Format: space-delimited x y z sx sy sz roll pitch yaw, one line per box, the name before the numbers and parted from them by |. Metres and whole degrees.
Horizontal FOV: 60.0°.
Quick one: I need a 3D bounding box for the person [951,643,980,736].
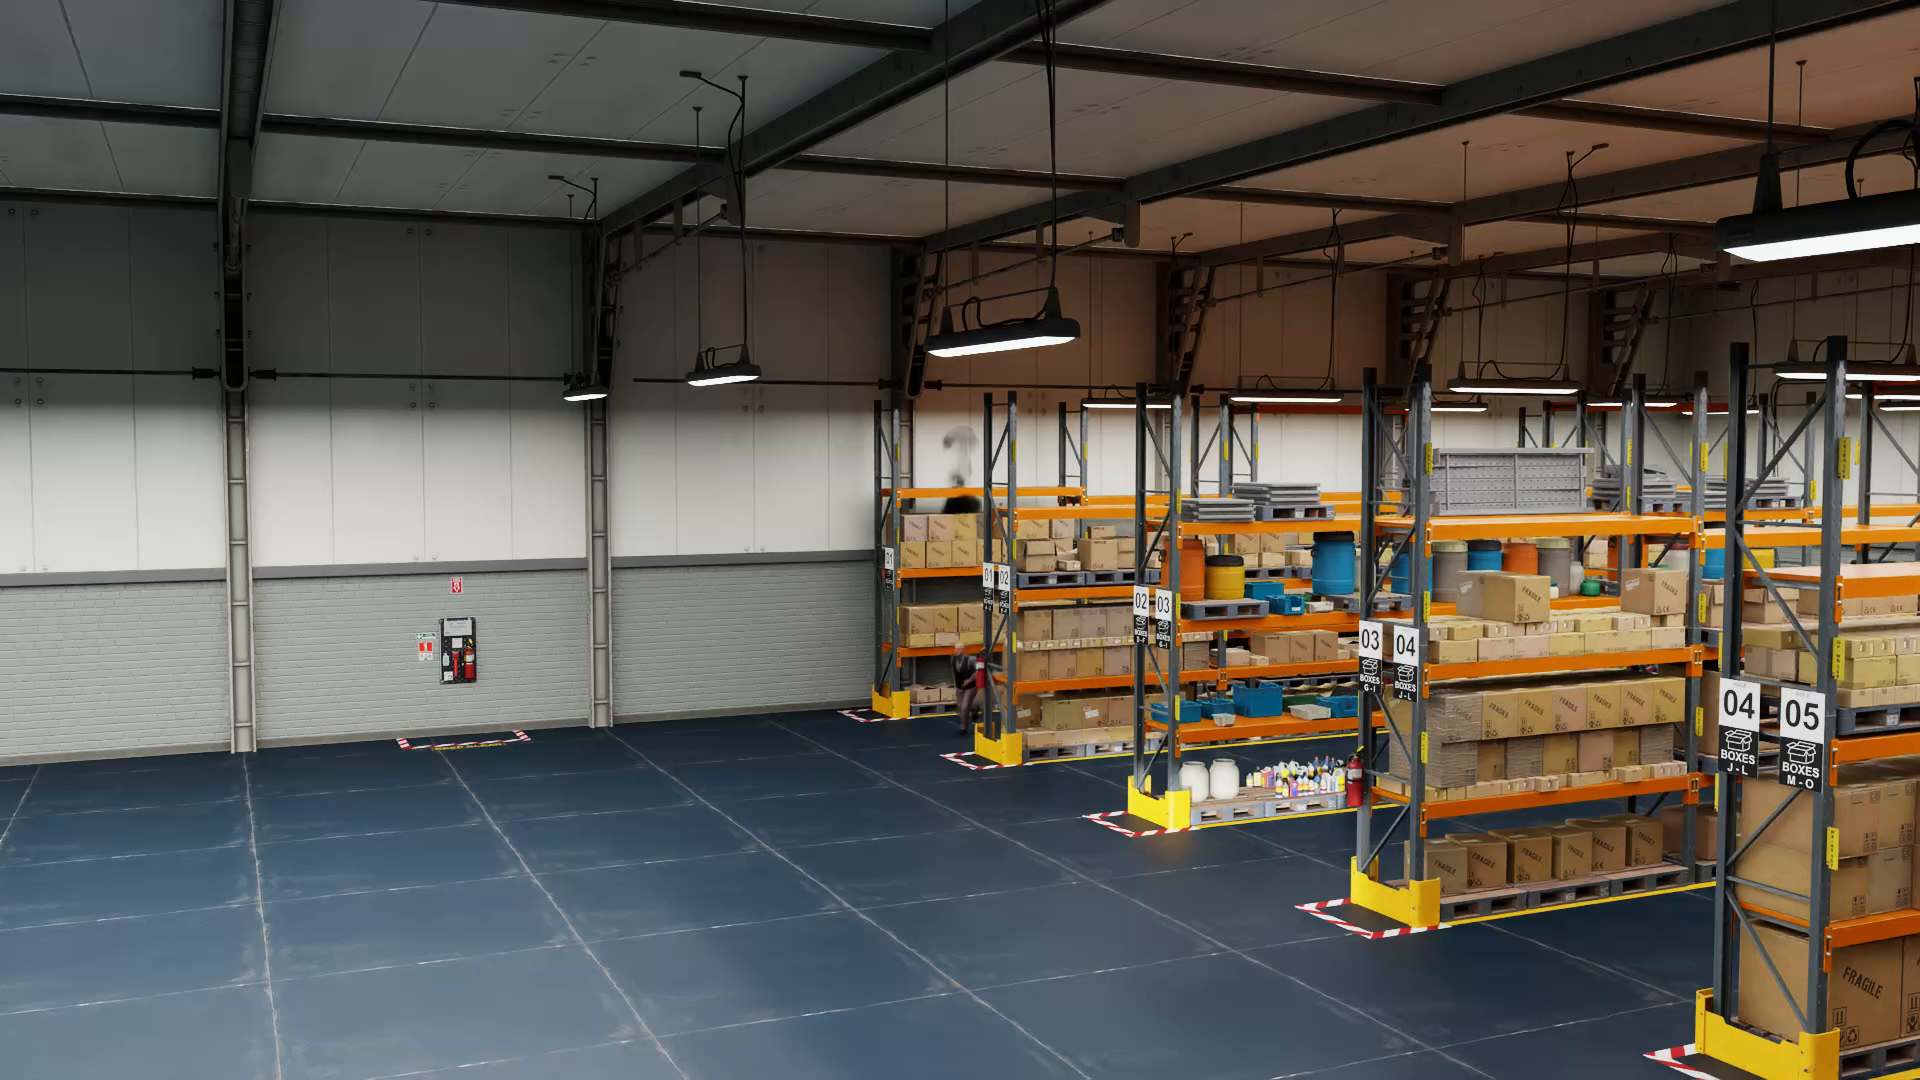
person | 0.147 2.641 29.578 0.656 1.665 0.807 2 4 30
